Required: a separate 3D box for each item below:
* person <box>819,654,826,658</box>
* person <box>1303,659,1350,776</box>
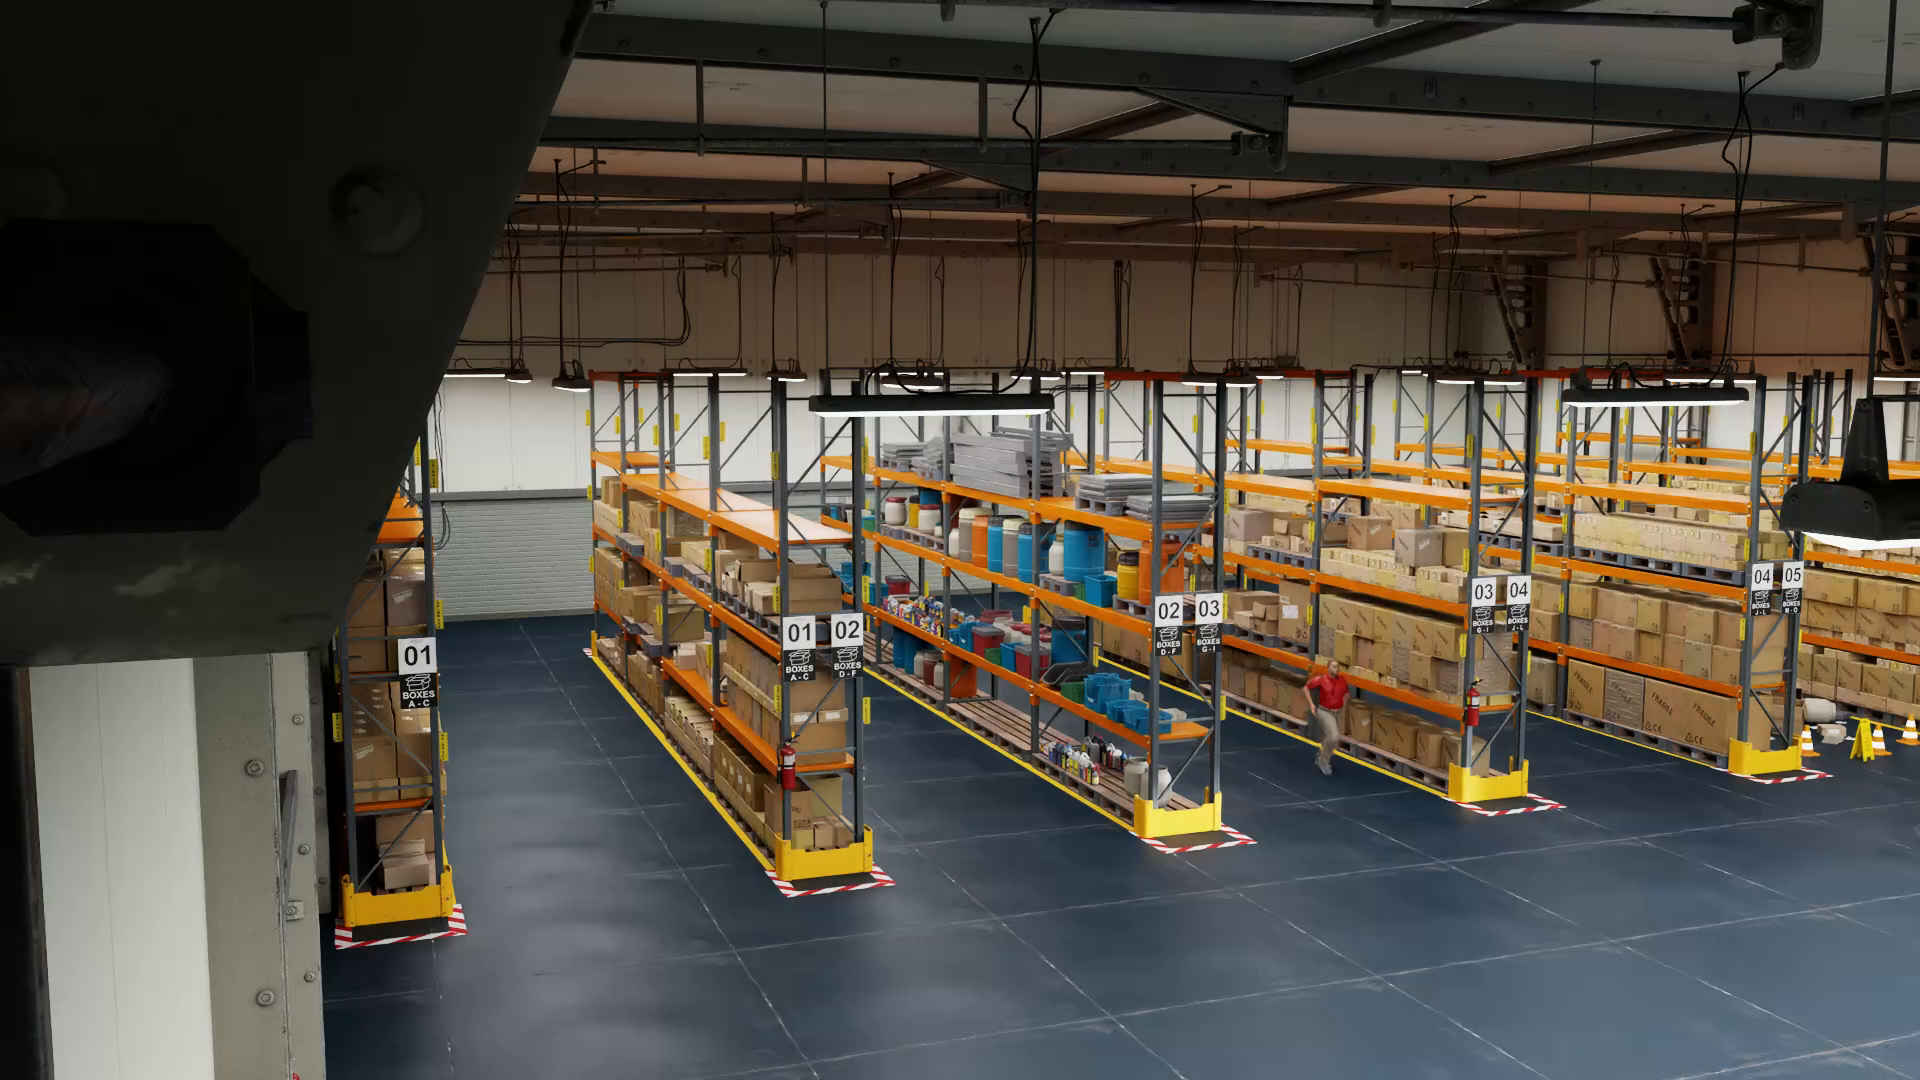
[{"bbox_3d":[-2.610,2.099,29.944,0.667,1.768,0.967,-4,7,-30],"label":"person"},{"bbox_3d":[5.617,2.682,25.153,0.646,1.757,0.694,-3,7,-29],"label":"person"}]
